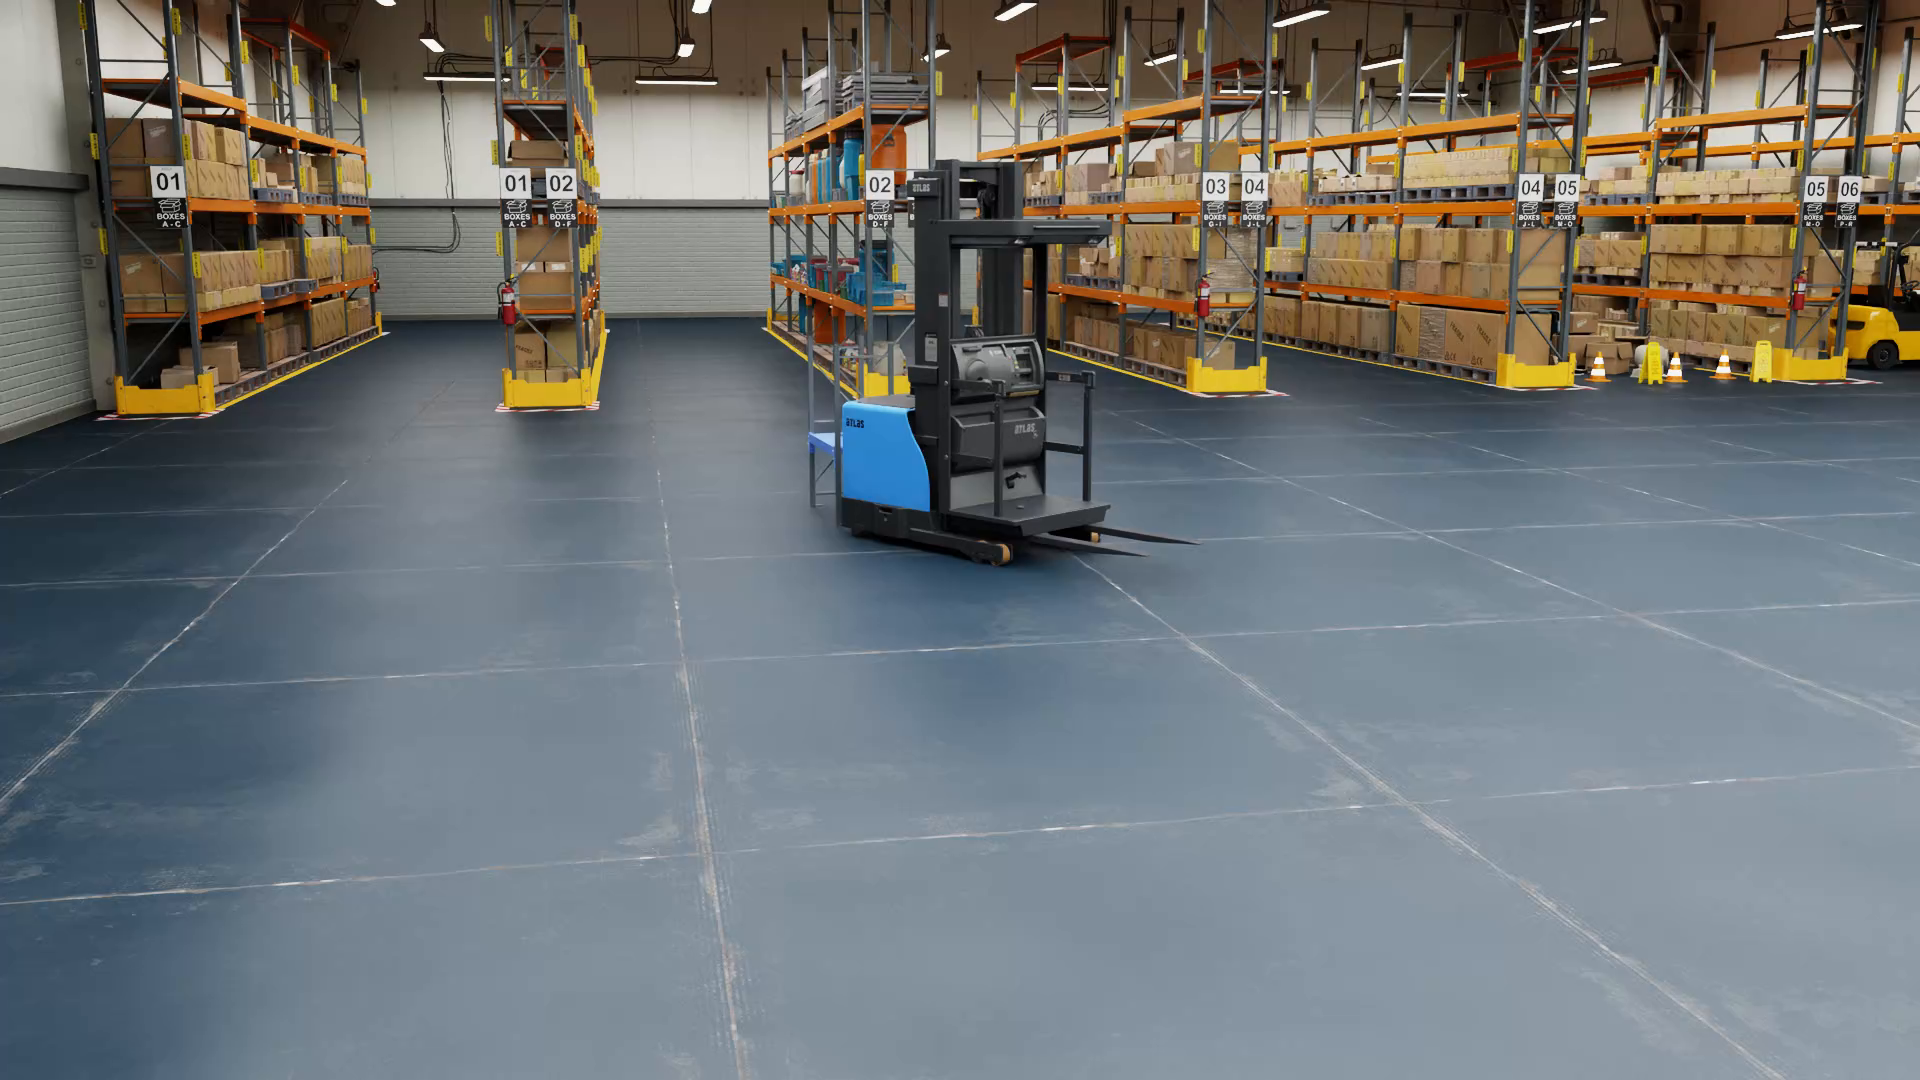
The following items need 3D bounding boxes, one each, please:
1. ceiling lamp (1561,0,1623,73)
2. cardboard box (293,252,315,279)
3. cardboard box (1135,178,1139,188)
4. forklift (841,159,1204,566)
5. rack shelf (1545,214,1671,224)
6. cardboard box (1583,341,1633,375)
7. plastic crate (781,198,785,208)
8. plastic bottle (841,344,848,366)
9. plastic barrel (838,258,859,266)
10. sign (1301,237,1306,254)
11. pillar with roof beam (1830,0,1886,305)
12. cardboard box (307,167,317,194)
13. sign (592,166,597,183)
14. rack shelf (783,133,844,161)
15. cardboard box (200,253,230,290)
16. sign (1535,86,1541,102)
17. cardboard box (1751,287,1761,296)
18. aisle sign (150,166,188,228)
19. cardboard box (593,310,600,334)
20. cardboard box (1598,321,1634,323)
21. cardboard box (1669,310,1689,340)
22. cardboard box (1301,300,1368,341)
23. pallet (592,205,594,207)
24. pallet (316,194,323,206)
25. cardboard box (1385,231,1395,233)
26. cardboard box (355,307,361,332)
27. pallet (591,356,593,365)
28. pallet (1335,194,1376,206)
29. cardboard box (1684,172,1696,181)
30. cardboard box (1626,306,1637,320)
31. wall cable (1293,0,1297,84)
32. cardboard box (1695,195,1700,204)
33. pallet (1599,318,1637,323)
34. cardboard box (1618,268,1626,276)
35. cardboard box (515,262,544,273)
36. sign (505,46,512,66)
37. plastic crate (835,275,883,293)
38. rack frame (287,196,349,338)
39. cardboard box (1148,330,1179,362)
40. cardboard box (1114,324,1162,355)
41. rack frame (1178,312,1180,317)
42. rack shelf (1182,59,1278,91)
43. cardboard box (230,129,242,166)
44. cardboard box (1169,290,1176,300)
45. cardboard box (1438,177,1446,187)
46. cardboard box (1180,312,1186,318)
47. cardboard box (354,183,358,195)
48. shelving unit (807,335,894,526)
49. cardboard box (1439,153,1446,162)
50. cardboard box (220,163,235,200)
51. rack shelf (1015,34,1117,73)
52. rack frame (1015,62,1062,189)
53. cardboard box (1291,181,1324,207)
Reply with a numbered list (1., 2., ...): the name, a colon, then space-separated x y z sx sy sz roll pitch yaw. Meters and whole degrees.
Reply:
1. ceiling lamp: 14.279 -12.031 36.728 0.800 3.185 2.000 -2 11 -11
2. cardboard box: -11.959 -4.938 30.001 0.500 0.500 0.500 -2 11 -9
3. cardboard box: 3.118 -5.920 27.588 0.380 0.149 0.250 -3 11 -14
4. forklift: 0.442 -1.357 12.488 3.031 2.935 1.130 11 15 44
5. rack shelf: 15.882 -7.937 40.776 1.077 0.370 4.000 -2 11 -11
6. cardboard box: 10.912 -3.072 27.989 0.637 0.503 0.797 9 14 38
7. plastic crate: -3.555 -7.164 35.360 0.450 0.188 0.662 -2 11 -11
8. plastic bottle: -1.833 -2.978 26.729 0.144 0.351 0.185 -3 11 -13
9. plastic barrel: -2.011 -4.987 31.014 0.600 0.536 0.708 -2 11 -11
10. sign: 6.815 -5.845 32.999 0.100 0.325 0.005 -2 11 -11
11. pillar with roof beam: 13.964 -8.301 32.740 9.100 9.000 0.548 -2 11 -11
12. cardboard box: -12.659 -6.842 31.653 0.700 0.500 0.500 -2 11 -12
13. sign: -7.492 -7.491 34.071 0.100 0.325 0.005 -2 11 -11
14. rack shelf: -2.787 -7.759 32.887 1.077 0.370 4.000 -2 11 -11
15. cardboard box: -10.539 -3.756 23.251 0.500 0.500 0.500 -2 11 -13
16. sign: 11.637 -8.998 33.483 0.100 0.325 0.005 -2 11 -11
17. cardboard box: 13.268 -4.096 27.364 0.380 0.149 0.250 -2 11 -12
18. aisle sign: -10.252 -4.442 21.559 0.394 0.787 0.004 -2 11 -11
19. cardboard box: -7.658 -4.457 34.099 0.500 0.500 0.500 -2 11 -11
20. cardboard box: 12.575 -4.072 32.474 0.950 0.372 0.625 -2 11 -9
21. cardboard box: 12.925 -3.810 29.415 0.500 0.500 0.500 -2 11 -9
22. cardboard box: 7.375 -4.323 32.780 1.050 0.750 0.750 -2 11 -12
23. pallet: -7.977 -6.808 33.423 1.213 0.211 1.003 -2 11 -11
24. pallet: -12.514 -6.336 30.948 1.003 0.211 1.213 -2 11 -8
25. cardboard box: 10.654 -7.256 40.354 0.500 0.500 0.500 -2 11 -11
26. cardboard box: -13.131 -4.674 35.292 0.700 0.500 0.500 -2 11 -10
27. pallet: -7.136 -3.293 29.933 1.003 0.211 1.213 -2 11 -11
28. pallet: 7.743 -6.396 31.262 1.003 0.211 1.213 -2 11 -8
29. cardboard box: 12.847 -6.329 28.944 0.380 0.149 0.250 -2 11 -11
30. cardboard box: 16.375 -5.465 39.956 0.500 0.311 0.500 -2 11 -9
31. wall cable: 8.215 -14.186 46.011 2.355 3.000 0.029 -2 11 -11
32. cardboard box: 12.983 -5.897 28.808 0.380 0.149 0.250 -2 11 -13
33. pallet: 16.139 -5.206 39.985 1.003 0.211 1.213 -2 11 -11
34. cardboard box: 12.554 -5.018 31.086 0.380 0.149 0.250 -2 11 -13
35. cardboard box: -5.963 -3.779 23.026 0.380 0.149 0.250 -2 11 -12
36. sign: -7.009 -7.505 25.848 0.100 0.325 0.005 -2 11 -11
37. plastic crate: -1.643 -4.130 27.038 0.767 0.338 0.504 -2 11 -11
38. rack frame: -12.894 -5.368 33.377 1.000 3.000 0.127 -2 11 -11
39. cardboard box: 3.396 -3.240 27.759 0.500 0.500 0.500 1 11 7
40. cardboard box: 3.140 -3.543 29.296 0.700 0.500 0.500 -3 11 -15
41. rack frame: 5.789 -6.804 40.921 1.000 3.000 0.127 -2 11 -11
42. rack shelf: 6.178 -10.663 38.190 1.077 0.370 4.000 -2 11 -11
43. cardboard box: -10.857 -5.742 24.323 0.500 0.500 0.500 -2 11 -8
44. cardboard box: 3.499 -3.858 26.113 0.380 0.149 0.250 -2 11 -11
45. cardboard box: 8.110 -5.896 27.410 0.380 0.149 0.250 -2 11 -11
46. cardboard box: 5.577 -5.502 40.583 0.380 0.149 0.250 -2 11 -10
47. cardboard box: -13.061 -7.442 35.260 0.500 0.250 0.500 -2 11 -13
48. shelving unit: -0.941 -0.961 14.237 0.538 1.500 1.048 -3 11 -17
49. cardboard box: 8.109 -6.288 27.336 0.380 0.149 0.250 -2 11 -11
50. cardboard box: -10.766 -5.156 23.921 0.500 0.500 0.500 -3 11 -13
51. rack shelf: 2.071 -9.768 33.485 1.077 0.370 4.000 -2 11 -11
52. rack frame: 1.682 -8.856 35.656 1.000 3.000 0.127 -2 11 -11
53. cardboard box: 6.985 -6.955 33.424 0.500 0.500 0.500 -2 11 -11
